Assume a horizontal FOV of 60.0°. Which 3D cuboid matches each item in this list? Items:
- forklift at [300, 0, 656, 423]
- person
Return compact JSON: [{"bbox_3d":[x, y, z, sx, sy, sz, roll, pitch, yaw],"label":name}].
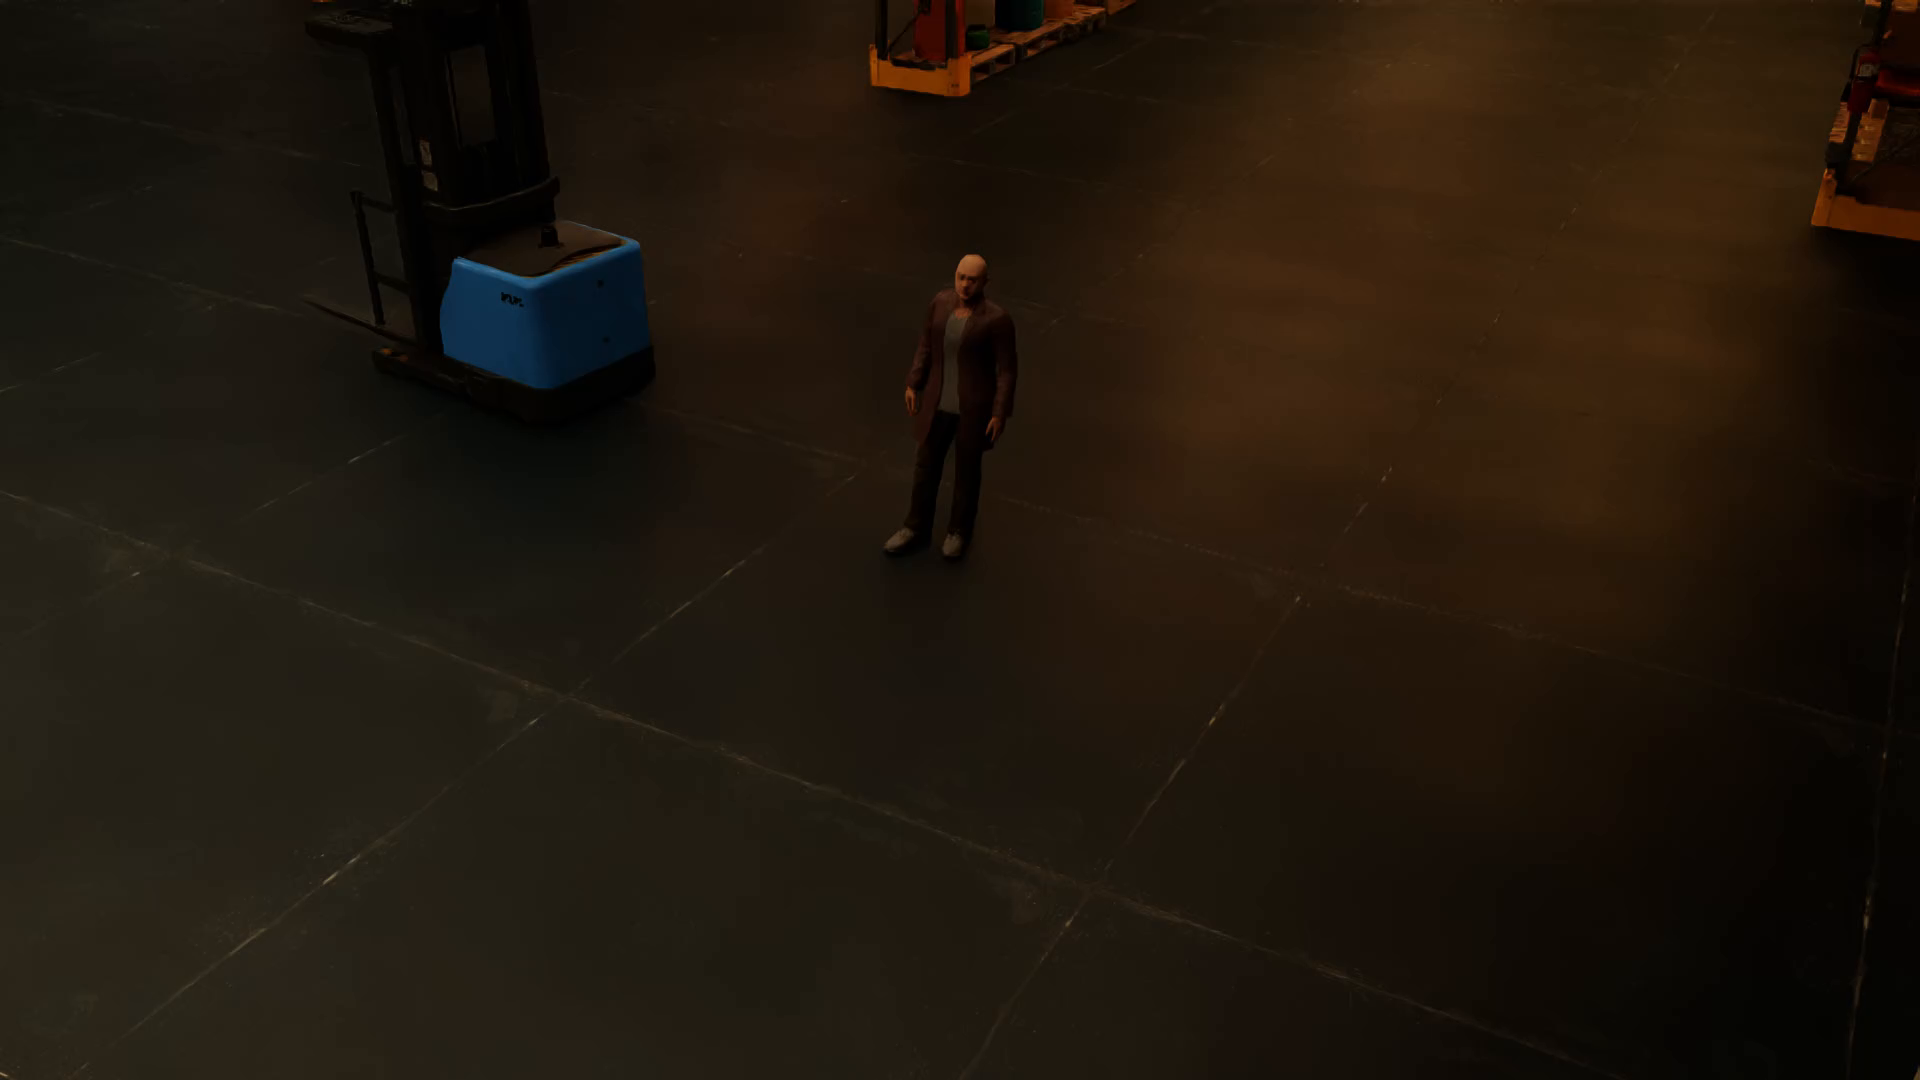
[{"bbox_3d":[-3.669,-2.638,11.641,3.031,2.935,1.130,20,36,31],"label":"forklift"},{"bbox_3d":[-0.052,-0.739,9.489,0.684,1.776,0.580,15,33,25],"label":"person"}]
